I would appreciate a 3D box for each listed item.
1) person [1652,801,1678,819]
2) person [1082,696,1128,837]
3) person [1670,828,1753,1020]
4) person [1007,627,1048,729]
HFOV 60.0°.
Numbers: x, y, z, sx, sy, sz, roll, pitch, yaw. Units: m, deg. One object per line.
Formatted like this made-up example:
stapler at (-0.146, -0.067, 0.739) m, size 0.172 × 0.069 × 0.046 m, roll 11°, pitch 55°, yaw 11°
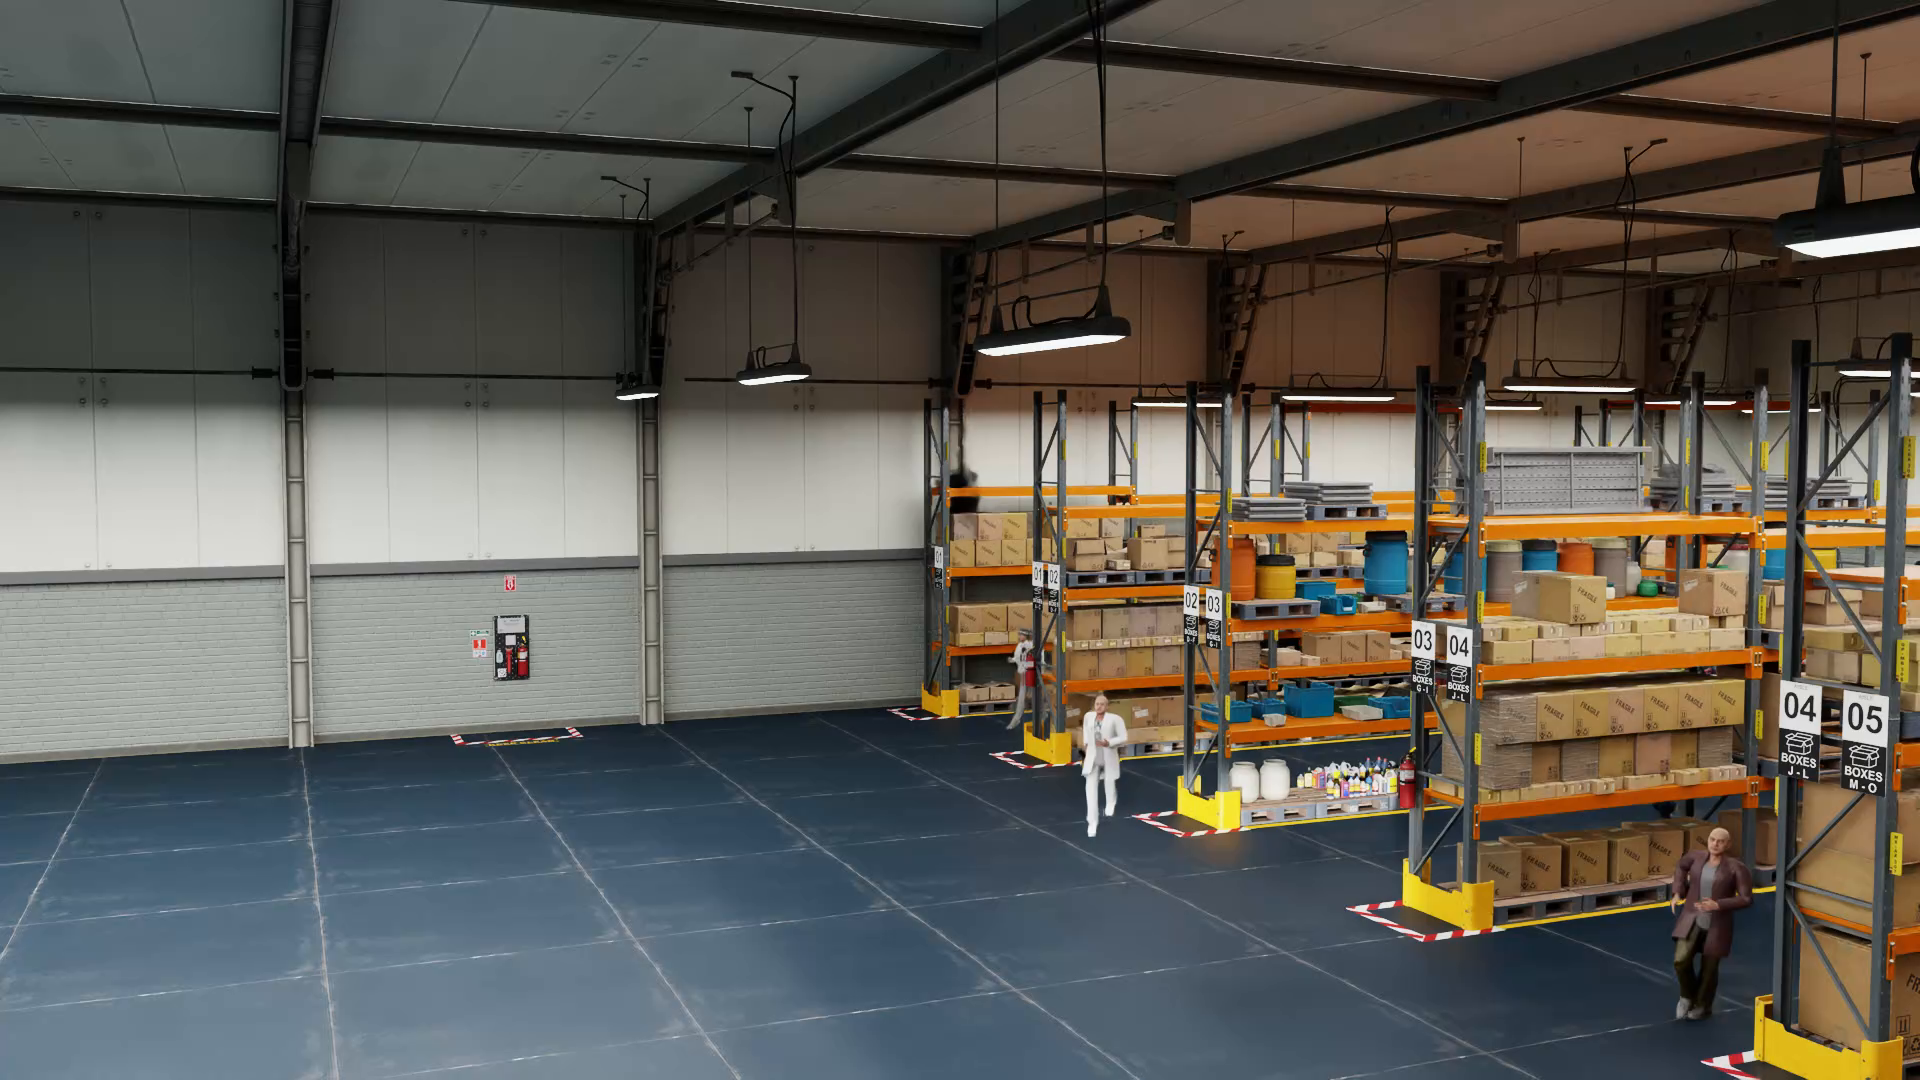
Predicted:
person at (9.266, 3.119, 21.706) m, size 0.598 × 1.554 × 0.522 m, roll -2°, pitch 4°, yaw -36°
person at (1.931, 2.985, 22.232) m, size 0.655 × 1.836 × 1.076 m, roll 1°, pitch 3°, yaw 14°
person at (6.661, 3.428, 14.776) m, size 0.719 × 1.767 × 0.628 m, roll 3°, pitch 4°, yaw 37°
person at (1.160, 2.365, 28.711) m, size 0.820 × 1.749 × 0.635 m, roll -1°, pitch 4°, yaw -20°
